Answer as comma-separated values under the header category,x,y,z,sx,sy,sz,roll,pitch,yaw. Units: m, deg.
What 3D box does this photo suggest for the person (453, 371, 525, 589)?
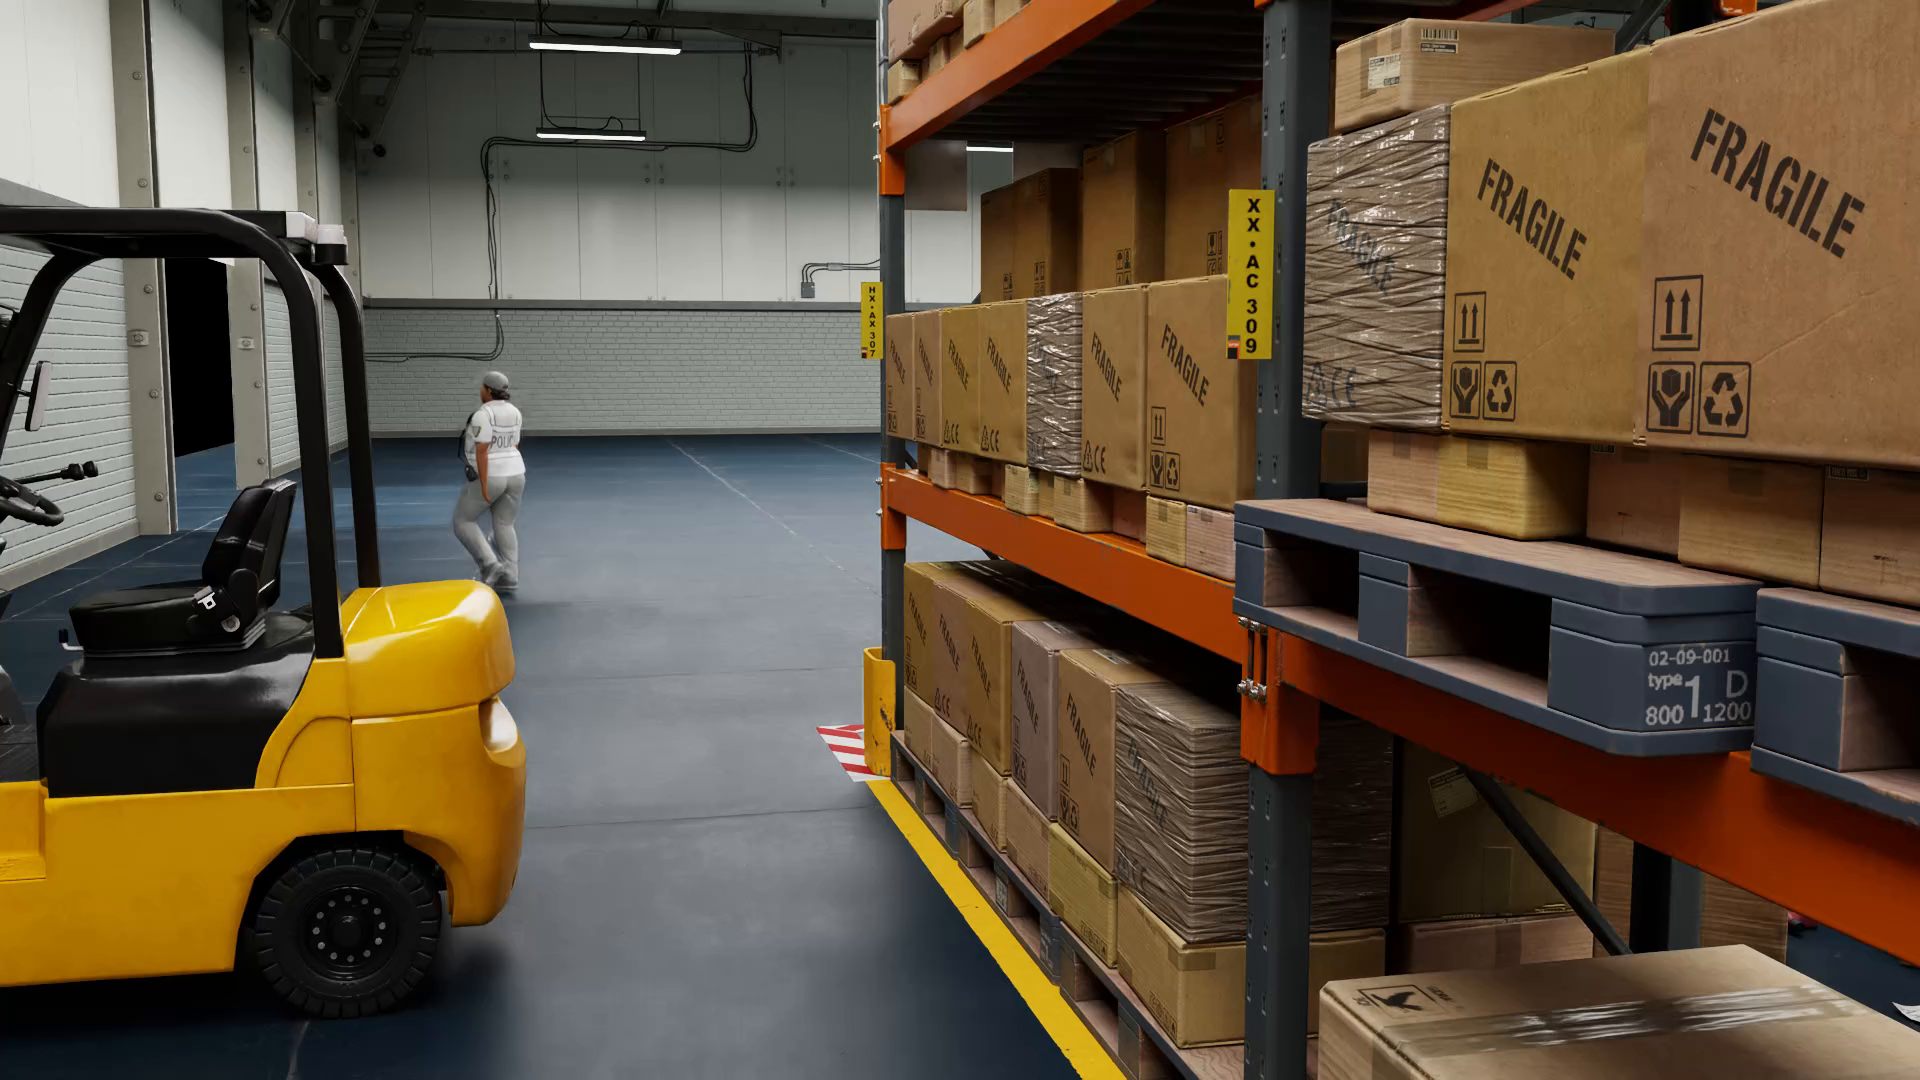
category,x,y,z,sx,sy,sz,roll,pitch,yaw
person,-3.542,-0.434,12.553,0.460,1.673,0.473,4,7,33
